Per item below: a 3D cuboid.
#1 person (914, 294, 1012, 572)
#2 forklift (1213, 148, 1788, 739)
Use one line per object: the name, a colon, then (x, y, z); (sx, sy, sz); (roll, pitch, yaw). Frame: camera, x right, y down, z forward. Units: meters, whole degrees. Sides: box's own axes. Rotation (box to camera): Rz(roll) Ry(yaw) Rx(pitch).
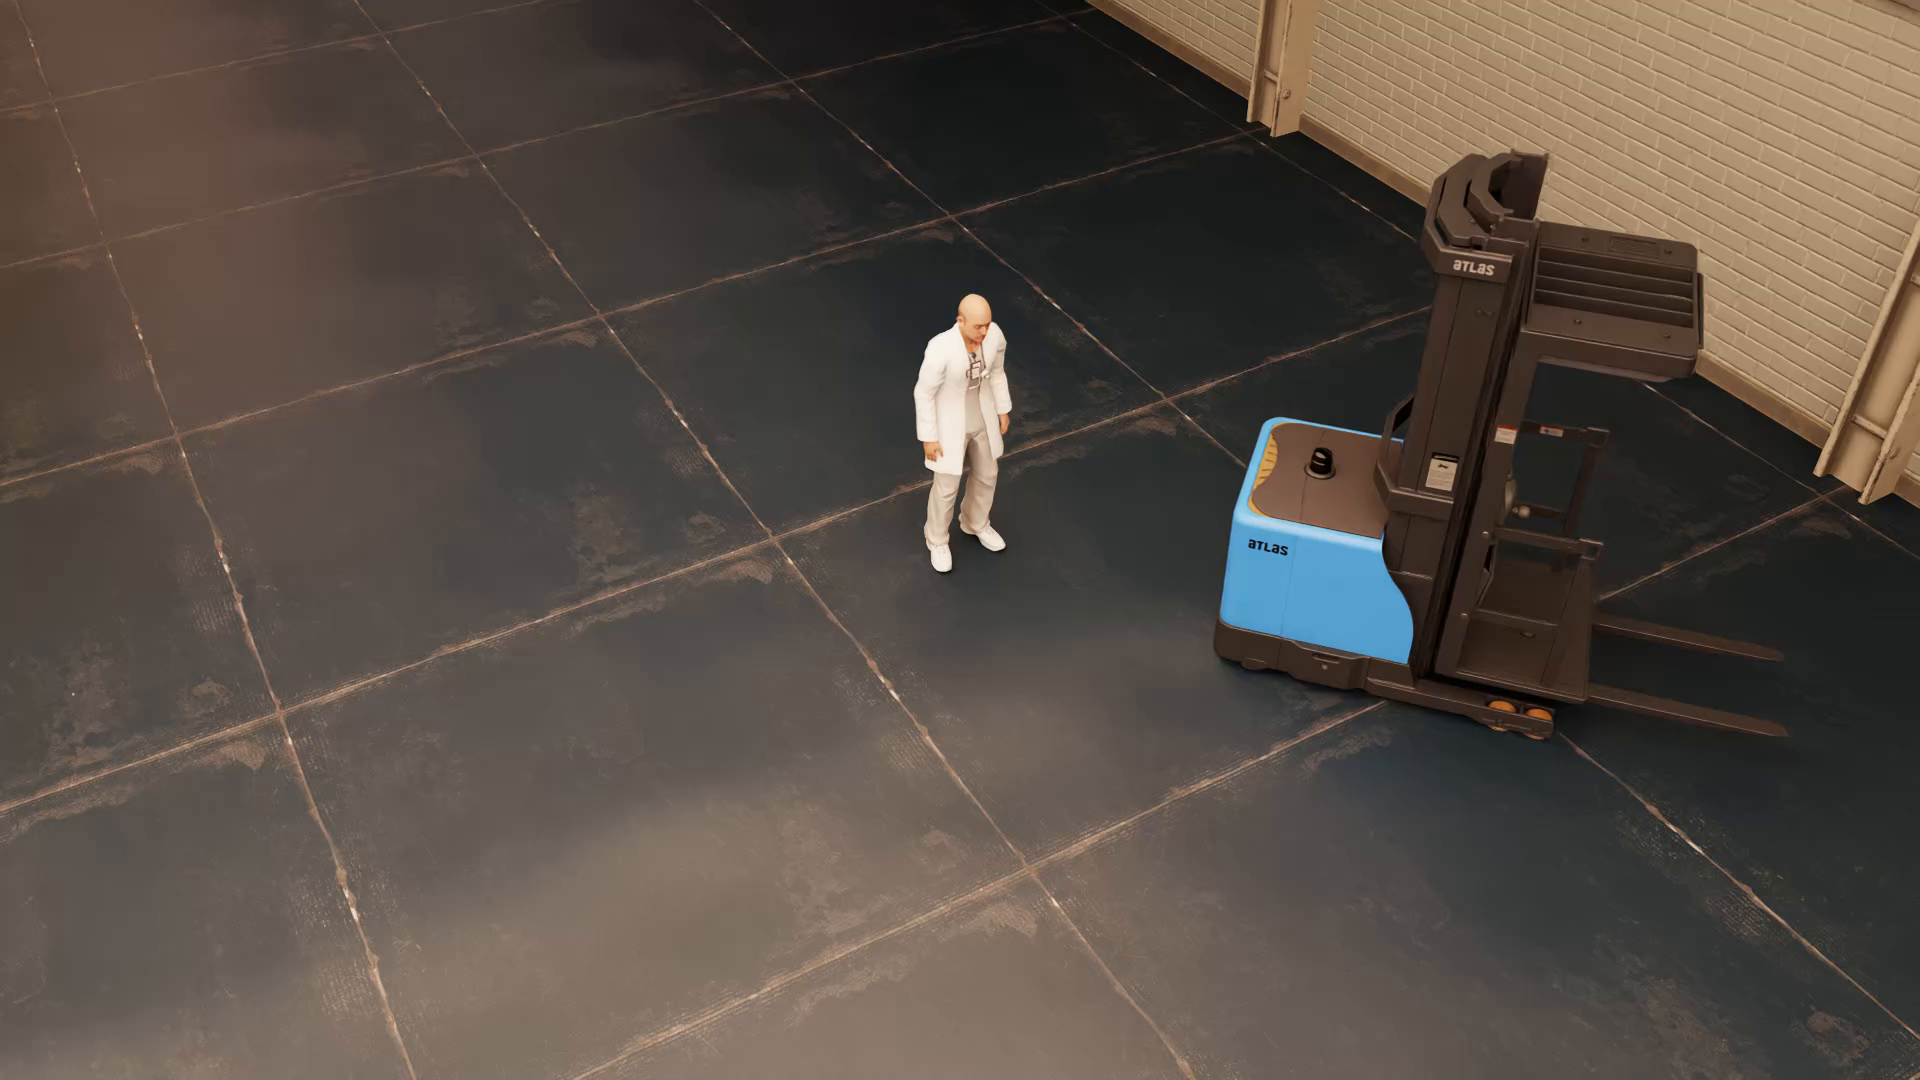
person: (0.035, -0.671, 9.752); (0.645, 1.772, 0.434); (-23, 45, -25)
forklift: (3.020, -0.431, 8.556); (3.031, 2.935, 1.130); (12, 41, 14)
